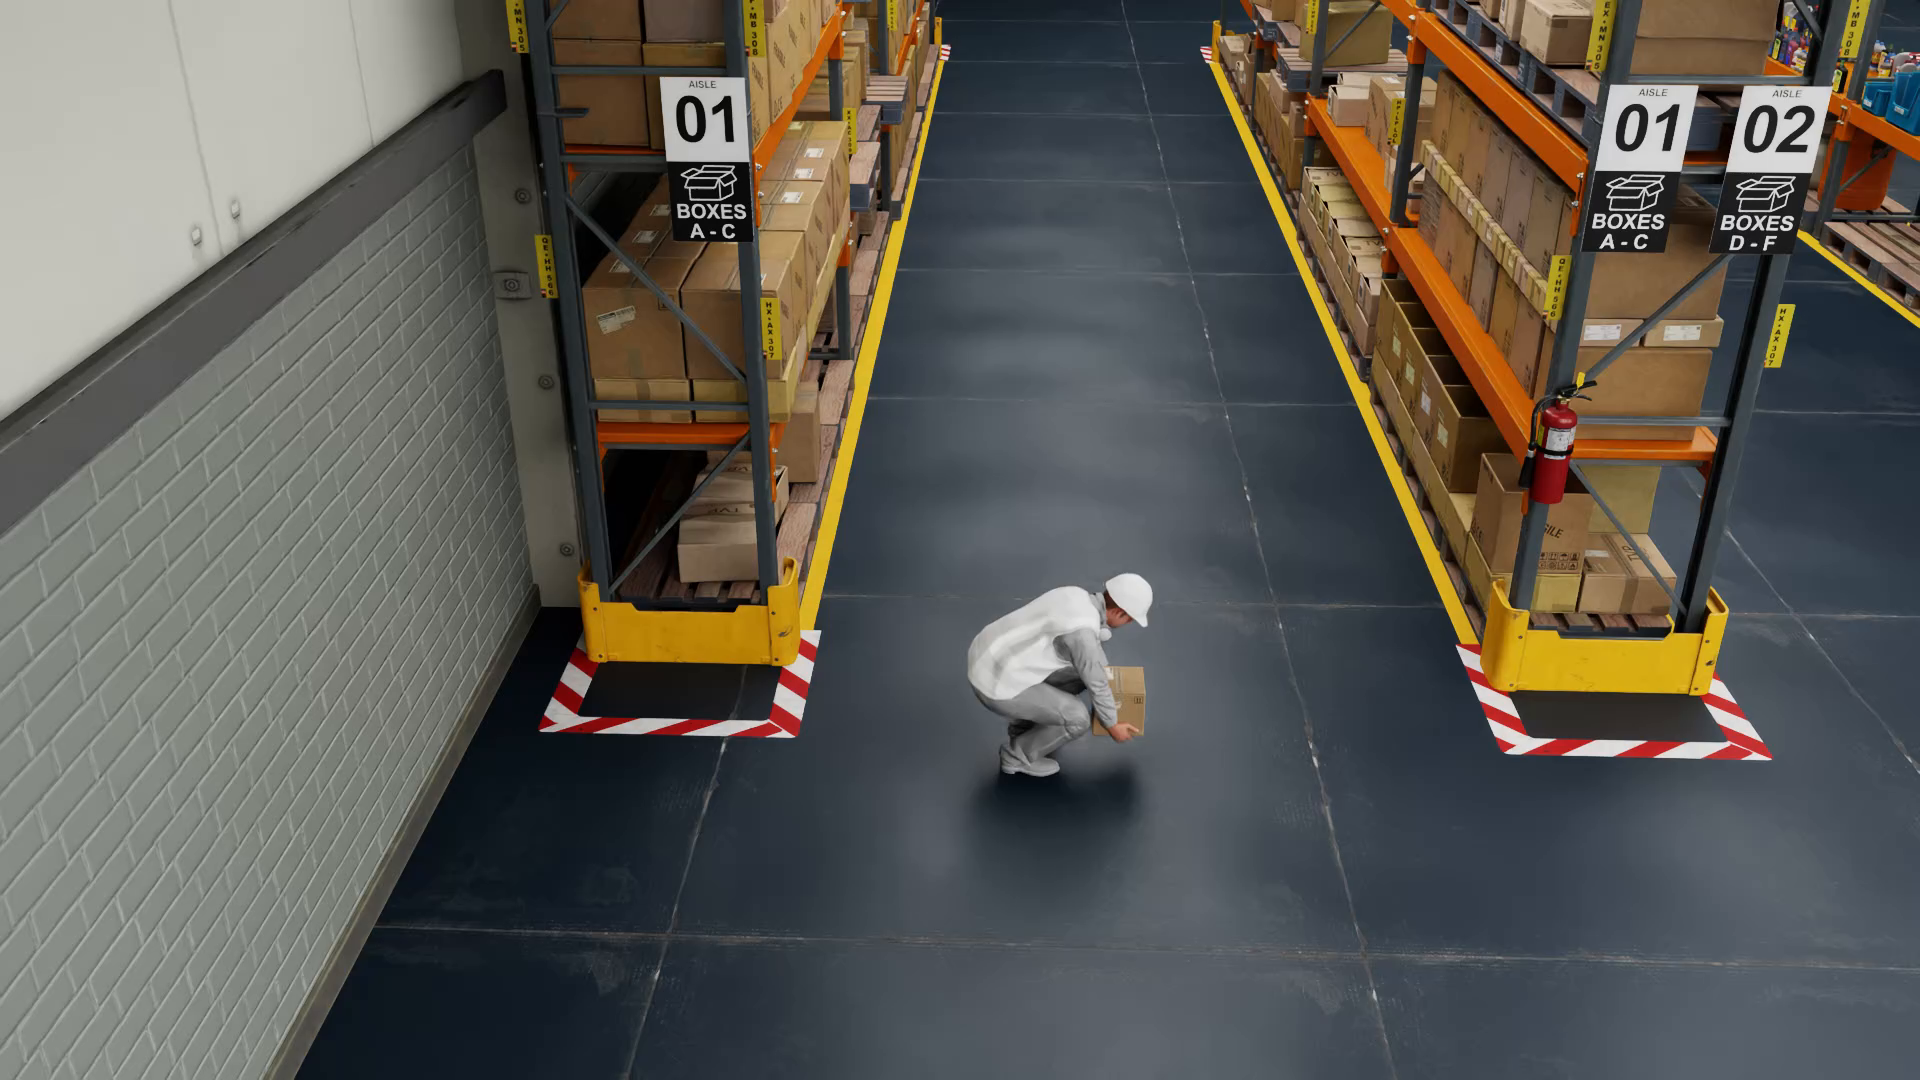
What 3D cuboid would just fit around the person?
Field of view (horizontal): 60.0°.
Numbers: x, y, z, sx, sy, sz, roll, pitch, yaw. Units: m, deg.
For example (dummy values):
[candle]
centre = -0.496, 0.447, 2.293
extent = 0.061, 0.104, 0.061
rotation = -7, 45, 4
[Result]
[person]
centre = 0.483, 0.638, 8.205
extent = 0.894, 1.017, 0.515
rotation = 0, 28, 1
